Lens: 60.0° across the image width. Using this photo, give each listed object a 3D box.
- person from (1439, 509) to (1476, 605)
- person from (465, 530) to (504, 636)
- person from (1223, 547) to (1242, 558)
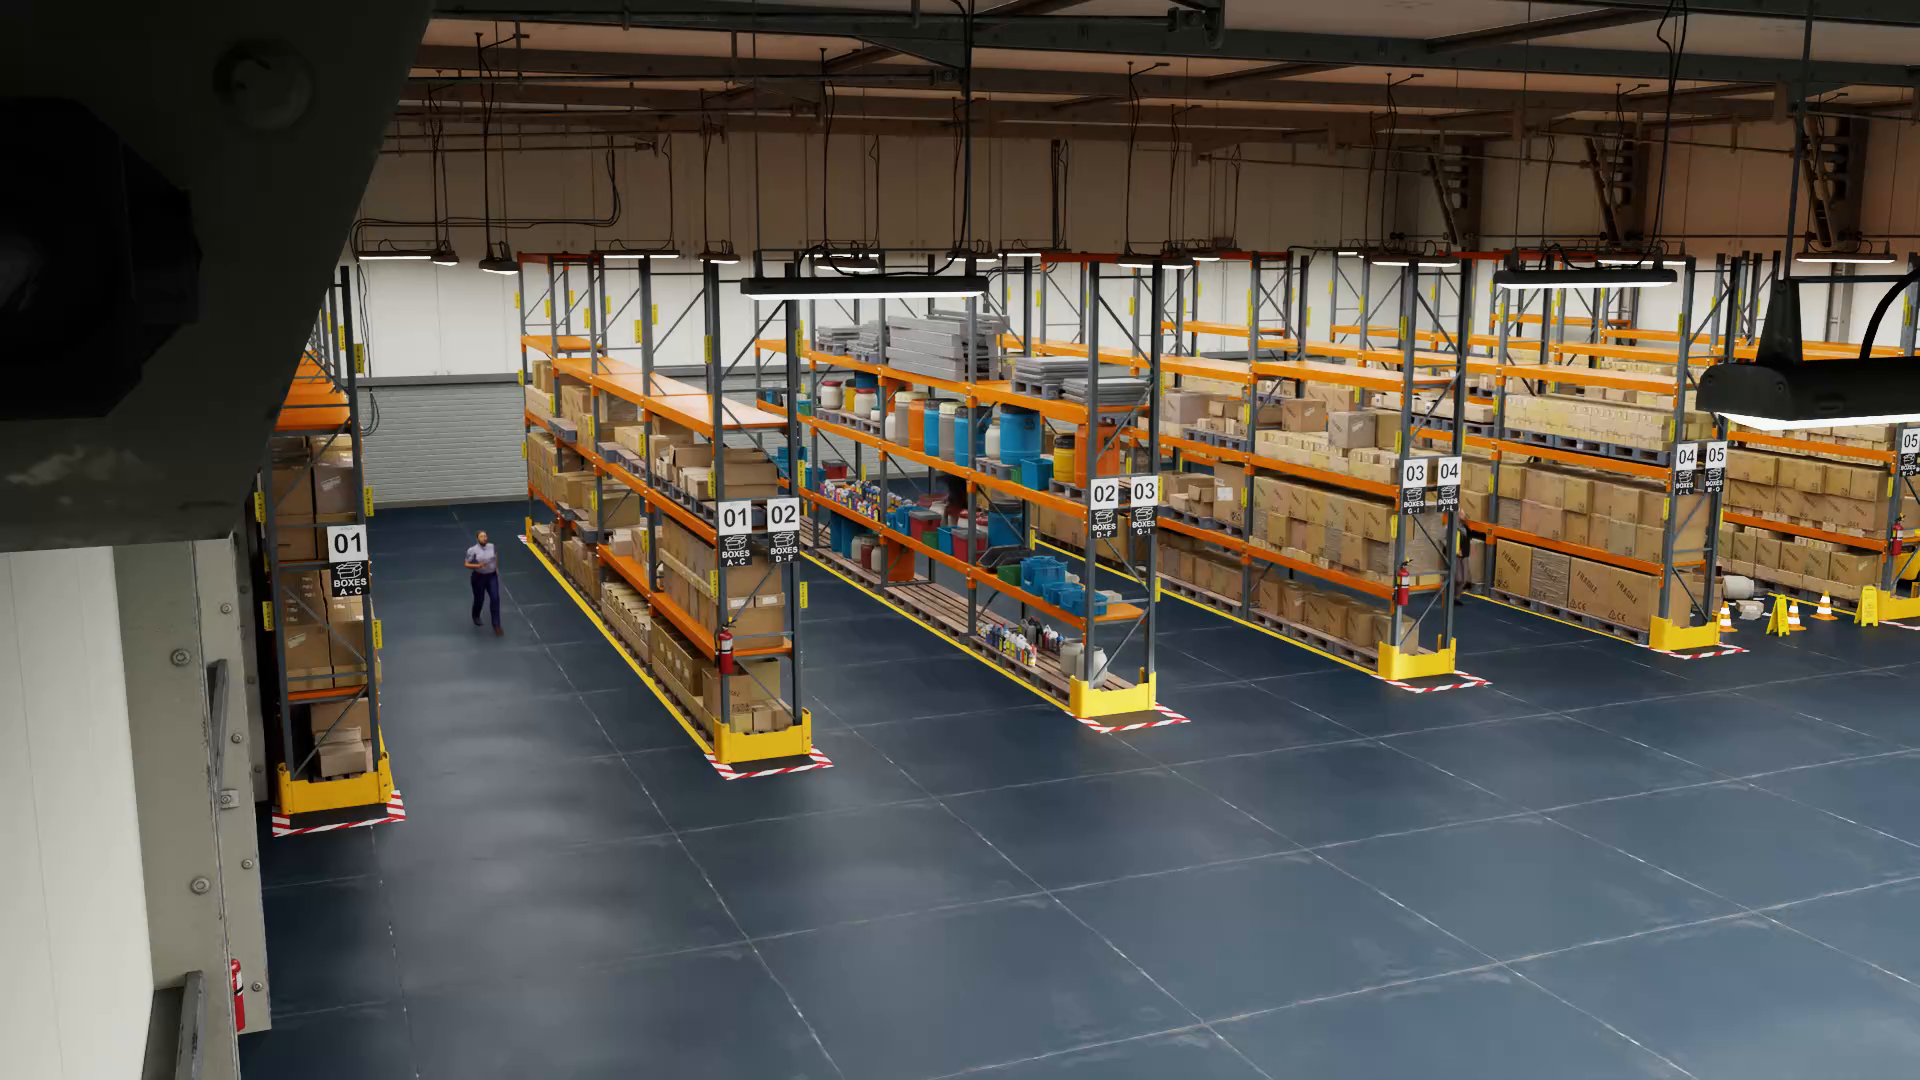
[{"bbox_3d":[8.613,0.286,28.810,0.647,1.677,0.533,-6,12,-30],"label":"person"},{"bbox_3d":[-7.672,0.658,26.795,0.602,1.670,0.886,-7,12,-34],"label":"person"},{"bbox_3d":[5.370,-0.375,32.283,0.565,1.676,0.953,-4,11,-23],"label":"person"}]
